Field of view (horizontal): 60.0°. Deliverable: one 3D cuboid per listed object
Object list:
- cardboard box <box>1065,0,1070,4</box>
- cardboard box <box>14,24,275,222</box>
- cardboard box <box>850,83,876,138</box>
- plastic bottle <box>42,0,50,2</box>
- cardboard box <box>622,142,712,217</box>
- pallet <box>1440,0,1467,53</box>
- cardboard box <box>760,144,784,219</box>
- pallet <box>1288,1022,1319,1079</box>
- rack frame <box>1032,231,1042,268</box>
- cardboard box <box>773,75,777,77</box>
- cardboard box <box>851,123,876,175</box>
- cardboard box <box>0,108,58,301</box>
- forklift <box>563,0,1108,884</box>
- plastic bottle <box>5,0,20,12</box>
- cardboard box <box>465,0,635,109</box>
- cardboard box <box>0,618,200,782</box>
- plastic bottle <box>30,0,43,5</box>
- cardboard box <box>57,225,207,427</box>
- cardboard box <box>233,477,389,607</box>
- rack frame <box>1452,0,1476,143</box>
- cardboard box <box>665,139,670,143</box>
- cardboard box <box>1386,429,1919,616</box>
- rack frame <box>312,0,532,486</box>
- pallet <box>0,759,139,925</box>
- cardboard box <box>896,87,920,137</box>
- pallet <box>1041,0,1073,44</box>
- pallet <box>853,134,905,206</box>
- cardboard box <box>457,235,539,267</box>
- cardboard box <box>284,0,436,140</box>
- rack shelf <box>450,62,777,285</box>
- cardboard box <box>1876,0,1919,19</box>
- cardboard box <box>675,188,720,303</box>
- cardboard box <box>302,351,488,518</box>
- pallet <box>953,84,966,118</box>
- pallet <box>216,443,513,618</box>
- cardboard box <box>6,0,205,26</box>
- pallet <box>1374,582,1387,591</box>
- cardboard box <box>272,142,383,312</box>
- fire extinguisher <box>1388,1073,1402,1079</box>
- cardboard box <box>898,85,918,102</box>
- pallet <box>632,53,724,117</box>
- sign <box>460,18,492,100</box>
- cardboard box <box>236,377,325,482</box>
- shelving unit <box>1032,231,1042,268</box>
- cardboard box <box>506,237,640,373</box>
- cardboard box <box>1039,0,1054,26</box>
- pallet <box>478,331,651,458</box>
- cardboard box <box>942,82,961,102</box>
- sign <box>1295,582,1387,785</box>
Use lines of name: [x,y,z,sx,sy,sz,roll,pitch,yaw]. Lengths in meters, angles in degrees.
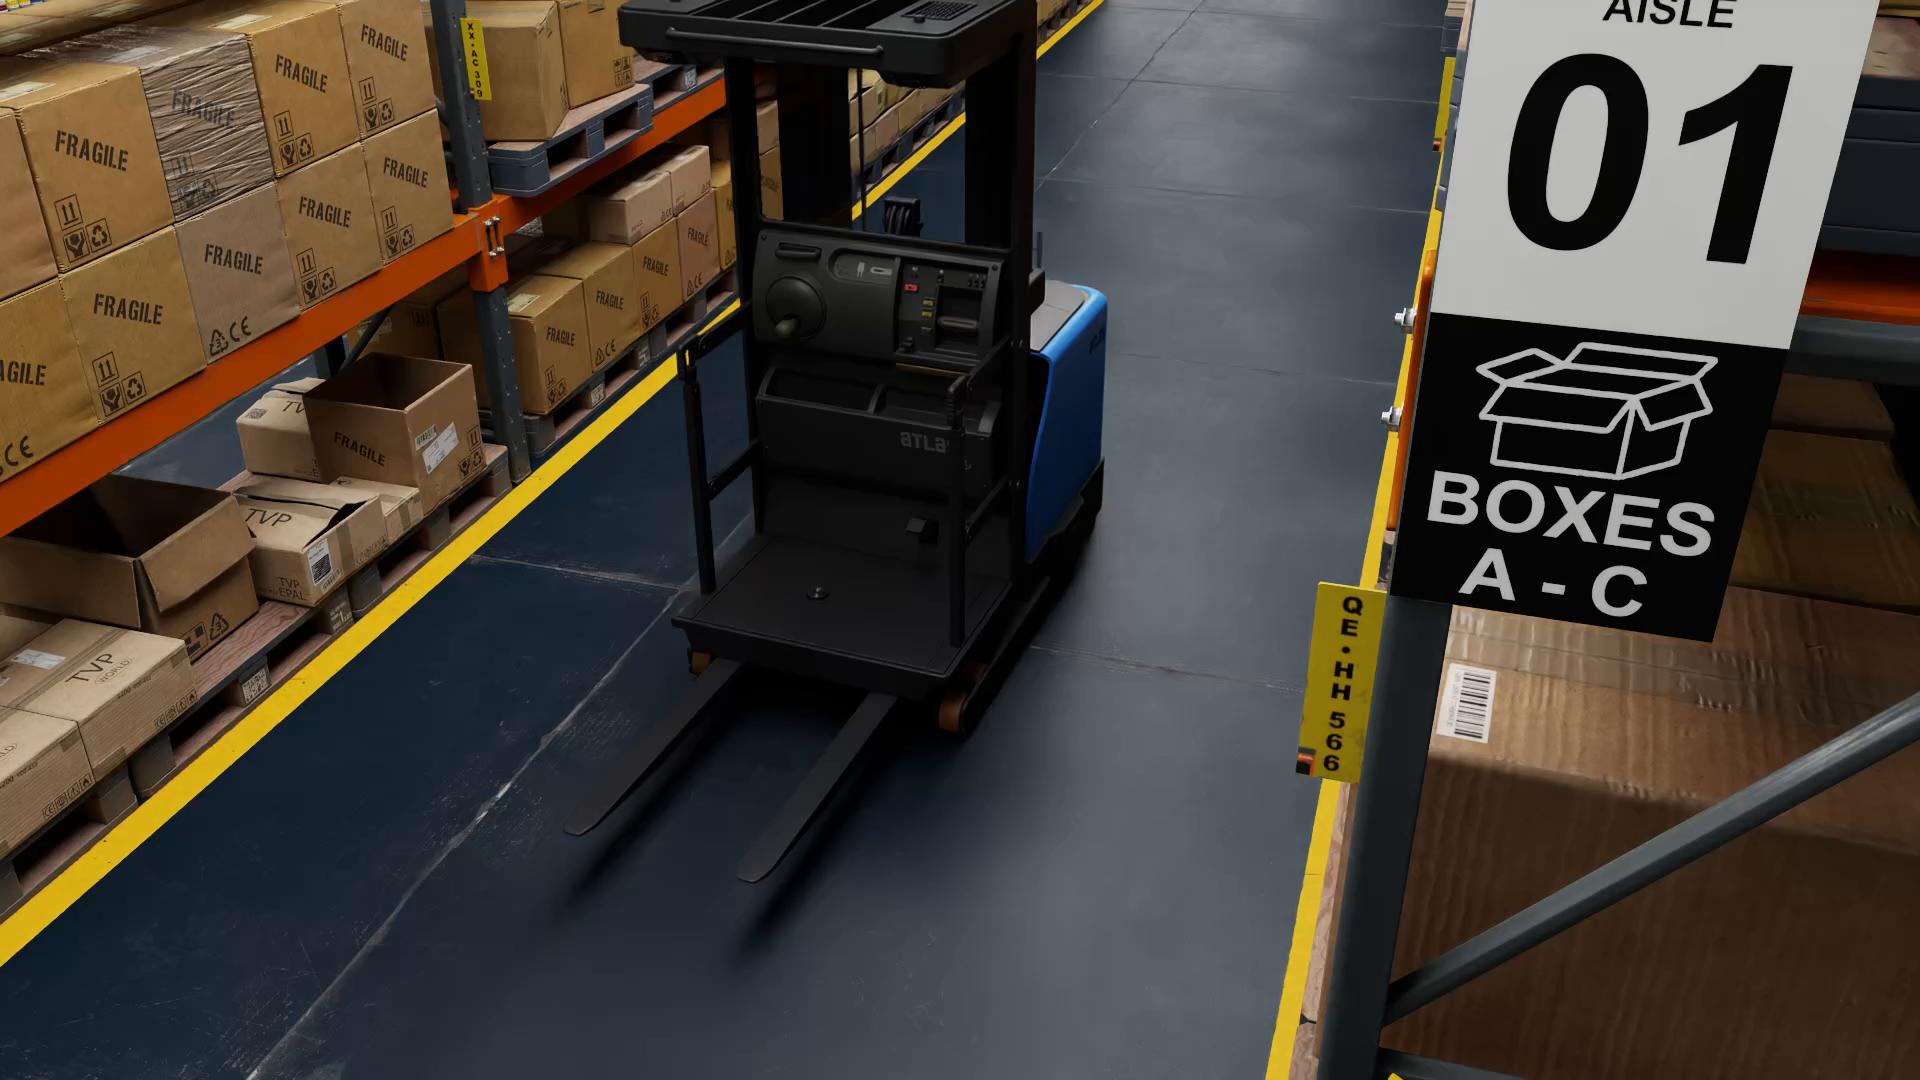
cardboard box: [0.861,-5.464,16.383,0.500,0.250,0.500,8,30,15]
cardboard box: [-2.703,-1.399,5.548,0.500,0.500,0.500,9,30,15]
cardboard box: [-0.898,-2.951,11.288,0.500,0.311,0.500,10,30,17]
plastic bottle: [-5.982,-3.601,10.842,0.097,0.201,0.097,0,29,0]
cardboard box: [-1.691,-1.979,9.069,0.500,0.250,0.500,8,30,14]
pallet: [3.512,-3.080,9.898,1.213,0.211,1.003,8,30,15]
cardboard box: [-1.382,-2.154,10.155,0.500,0.500,0.500,10,31,17]
pallet: [1.216,1.737,3.911,1.003,0.211,1.213,8,30,15]
rack frame: [0.242,-0.825,7.499,0.240,1.200,0.006,11,31,18]
cardboard box: [-1.267,-3.270,11.862,0.500,0.311,0.500,8,30,14]
cardboard box: [-0.898,-2.705,11.424,0.500,0.250,0.500,8,30,15]
cardboard box: [-3.000,-0.929,4.704,0.500,0.500,0.500,9,30,16]
forklift: [-0.376,-0.809,5.689,1.130,2.935,3.031,11,31,18]
plastic bottle: [-6.067,-3.465,10.598,0.097,0.201,0.097,0,29,0]
cardboard box: [-2.012,-2.407,7.957,0.700,0.500,0.500,13,32,23]
cardboard box: [-2.956,0.528,5.591,0.500,0.250,0.500,8,30,15]
plastic bottle: [-6.010,-3.586,10.744,0.097,0.271,0.097,0,29,0]
cardboard box: [-2.853,-0.722,5.359,0.500,0.500,0.500,9,30,16]
cardboard box: [-2.622,-0.027,6.526,0.500,0.311,0.500,8,30,15]
rack frame: [1.056,-1.721,1.087,1.000,3.000,0.127,8,30,15]
cardboard box: [-1.887,-2.207,10.251,0.500,0.500,0.500,7,30,13]
cardboard box: [1.399,0.192,3.511,0.980,0.700,0.700,8,30,14]
rack frame: [-2.506,-1.663,7.154,1.000,3.000,0.127,8,30,15]
pallet: [-3.425,1.008,5.220,1.003,0.211,1.213,8,30,15]
cardboard box: [-0.604,-3.182,12.280,0.500,0.250,0.500,8,30,14]
pallet: [0.472,-5.095,16.191,1.003,0.211,1.213,8,30,15]
pallet: [-1.053,-2.681,11.851,1.003,0.211,1.213,8,30,15]
cardboard box: [-2.482,-1.262,8.552,0.500,0.500,0.500,9,30,15]
cardboard box: [-2.407,-1.872,6.398,0.500,0.500,0.500,9,30,15]
rack shelf: [-1.919,-2.278,9.000,1.077,0.370,4.000,8,30,15]
cardboard box: [1.505,-0.876,2.273,0.500,0.250,0.500,10,31,17]
cardboard box: [-1.682,-1.669,9.283,0.500,0.500,0.500,7,30,13]
cardboard box: [-2.402,-0.458,7.106,0.500,0.500,0.500,8,30,15]
pallet: [-0.337,-3.814,13.890,1.003,0.211,1.213,8,30,15]
pallet: [-2.709,-0.125,7.259,1.003,0.211,1.213,8,30,15]
cardboard box: [-3.064,-1.725,6.134,0.500,0.500,0.500,8,30,13]
pallet: [1.932,0.603,5.949,1.003,0.211,1.213,8,30,15]
cardboard box: [-2.558,-1.198,6.215,0.500,0.500,0.500,9,30,16]
fire extinguisher: [0.571,1.102,2.647,0.296,0.674,0.183,8,30,15]
cardboard box: [-0.600,-3.433,12.154,0.500,0.311,0.500,8,30,14]
pallet: [-1.898,-2.534,8.917,1.003,0.211,1.213,8,30,15]
sign: [-1.985,-1.968,6.811,0.100,0.325,0.005,8,30,15]
cardboard box: [-2.836,-0.516,7.406,0.500,0.311,0.500,8,30,15]
shelving unit: [0.209,-0.784,7.425,0.258,1.200,0.189,11,31,18]
cardboard box: [-1.985,-1.203,8.445,0.500,0.500,0.500,9,30,16]
cardboard box: [0.571,-4.998,15.546,0.500,0.250,0.500,8,30,15]
pallet: [-2.303,-0.828,8.521,1.003,0.211,1.213,8,30,15]
cardboard box: [-0.302,-3.656,13.133,0.500,0.250,0.500,9,30,16]
sign: [0.542,0.207,2.357,0.100,0.325,0.005,8,30,15]
